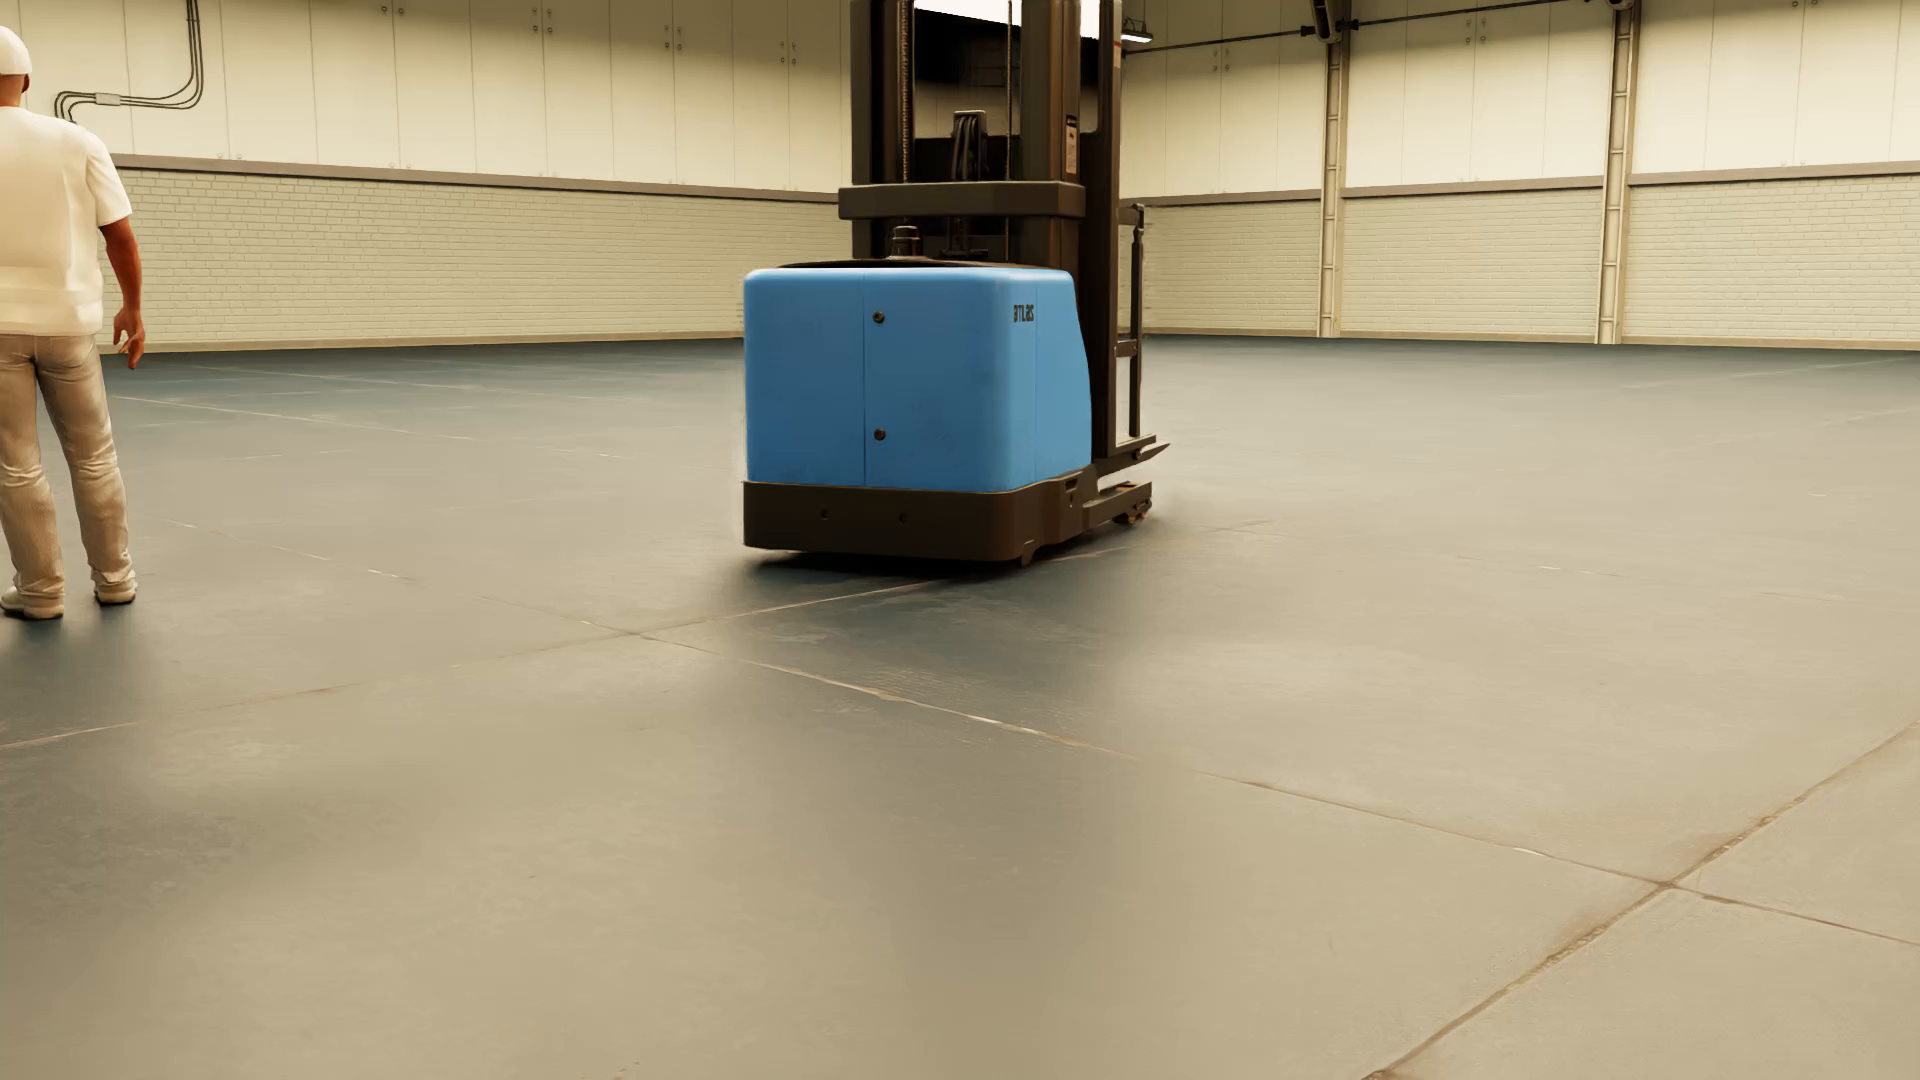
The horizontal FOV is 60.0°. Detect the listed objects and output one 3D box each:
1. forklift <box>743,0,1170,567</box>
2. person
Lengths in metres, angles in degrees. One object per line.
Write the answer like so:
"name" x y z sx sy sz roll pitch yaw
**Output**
"forklift" 0.210 -1.536 7.072 1.130 2.935 3.031 3 9 21
"person" -2.865 -0.652 5.076 0.671 1.767 0.578 -7 11 -38
